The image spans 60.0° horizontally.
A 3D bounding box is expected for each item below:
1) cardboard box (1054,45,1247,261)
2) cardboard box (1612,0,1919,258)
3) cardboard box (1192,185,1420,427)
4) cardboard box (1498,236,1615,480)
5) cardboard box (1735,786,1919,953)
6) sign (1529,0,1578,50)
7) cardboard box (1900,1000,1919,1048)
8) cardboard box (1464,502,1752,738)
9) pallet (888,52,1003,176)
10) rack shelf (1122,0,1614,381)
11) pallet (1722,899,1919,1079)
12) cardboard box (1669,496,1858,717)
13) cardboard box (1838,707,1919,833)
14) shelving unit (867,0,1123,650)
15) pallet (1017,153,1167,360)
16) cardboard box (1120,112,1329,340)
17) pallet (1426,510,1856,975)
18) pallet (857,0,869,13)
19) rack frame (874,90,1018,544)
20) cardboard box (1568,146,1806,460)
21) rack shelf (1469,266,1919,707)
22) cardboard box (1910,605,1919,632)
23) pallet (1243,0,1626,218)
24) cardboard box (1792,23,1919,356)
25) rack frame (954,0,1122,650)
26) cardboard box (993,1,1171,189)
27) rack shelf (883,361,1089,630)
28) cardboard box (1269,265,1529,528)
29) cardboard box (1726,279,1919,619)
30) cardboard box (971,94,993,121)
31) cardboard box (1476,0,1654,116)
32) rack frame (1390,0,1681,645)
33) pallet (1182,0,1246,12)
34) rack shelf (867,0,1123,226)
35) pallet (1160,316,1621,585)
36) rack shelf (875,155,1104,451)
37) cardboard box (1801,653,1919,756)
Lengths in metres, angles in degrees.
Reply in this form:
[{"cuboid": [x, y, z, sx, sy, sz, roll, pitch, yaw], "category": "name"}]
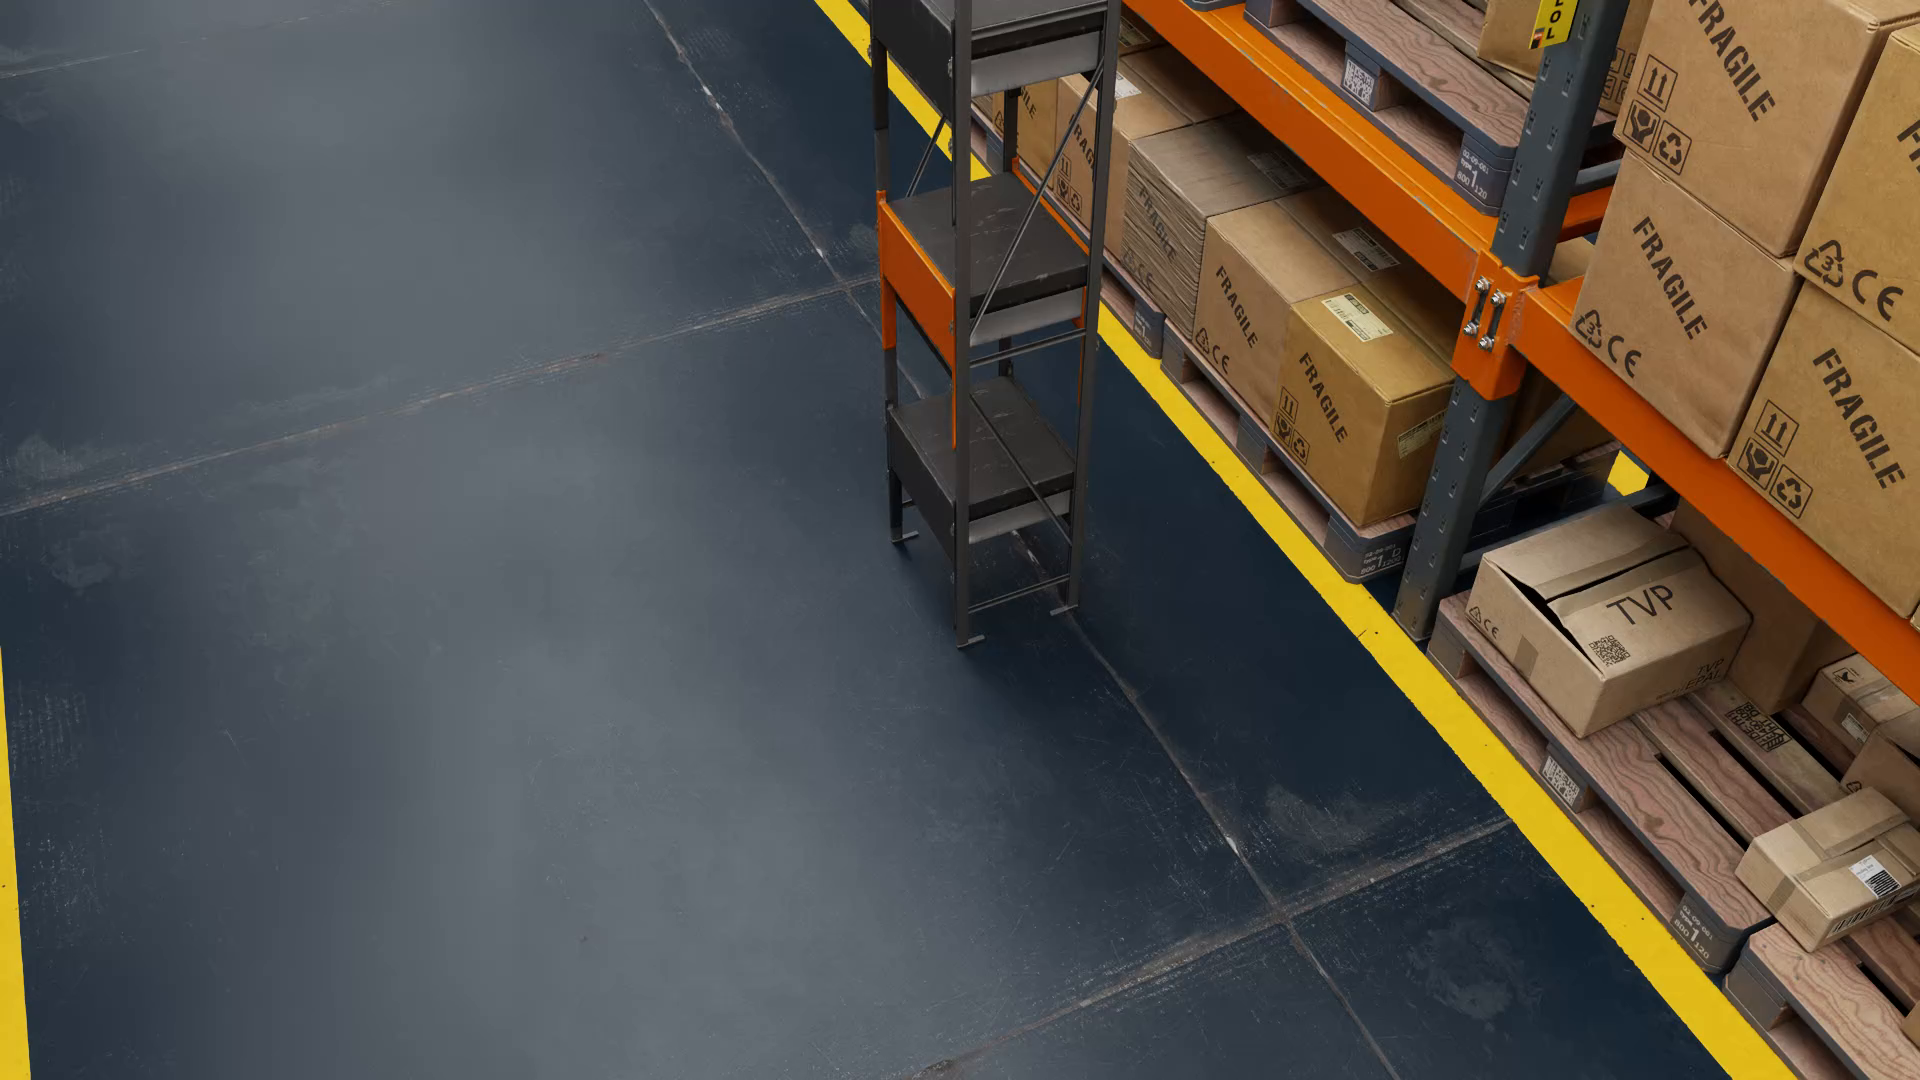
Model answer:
[{"cuboid": [0.684, -1.401, 6.001, 0.500, 0.500, 0.500, -20, 48, -19], "category": "cardboard box"}, {"cuboid": [1.721, -0.952, 3.296, 0.500, 0.500, 0.500, -17, 47, -16], "category": "cardboard box"}, {"cuboid": [1.110, -0.758, 5.349, 0.500, 0.500, 0.500, -18, 47, -17], "category": "cardboard box"}, {"cuboid": [1.796, -0.591, 5.180, 0.500, 0.500, 0.500, -20, 48, -19], "category": "cardboard box"}, {"cuboid": [2.131, 0.787, 4.020, 0.380, 0.166, 0.250, -18, 47, -17], "category": "cardboard box"}, {"cuboid": [1.276, -1.190, 3.496, 0.100, 0.325, 0.005, -18, 47, -17], "category": "sign"}, {"cuboid": [2.573, 0.984, 3.582, 0.797, 0.503, 0.637, -18, 47, -17], "category": "cardboard box"}, {"cuboid": [1.758, 0.188, 4.525, 0.500, 0.311, 0.500, -18, 47, -17], "category": "cardboard box"}, {"cuboid": [0.376, -2.014, 7.141, 1.003, 0.211, 1.213, -18, 47, -17], "category": "pallet"}, {"cuboid": [0.937, -1.963, 5.616, 1.077, 0.370, 4.000, -18, 47, -17], "category": "rack shelf"}, {"cuboid": [2.583, 1.265, 3.818, 1.003, 0.211, 1.213, -18, 47, -17], "category": "pallet"}, {"cuboid": [2.275, 0.068, 4.512, 0.500, 0.500, 0.500, -18, 47, -17], "category": "cardboard box"}, {"cuboid": [2.590, 0.614, 4.094, 0.500, 0.311, 0.500, -18, 47, -17], "category": "cardboard box"}, {"cuboid": [0.070, -0.642, 4.406, 0.431, 2.100, 0.503, -18, 47, -17], "category": "shelving unit"}, {"cuboid": [0.885, -1.237, 6.354, 1.003, 0.211, 1.213, -18, 47, -17], "category": "pallet"}, {"cuboid": [0.900, -1.078, 5.673, 0.500, 0.500, 0.500, -17, 47, -17], "category": "cardboard box"}, {"cuboid": [2.066, 0.486, 4.607, 1.003, 0.211, 1.213, -18, 47, -17], "category": "pallet"}, {"cuboid": [-0.215, -3.037, 8.177, 1.003, 0.211, 1.213, -18, 47, -17], "category": "pallet"}, {"cuboid": [-0.033, -0.797, 4.563, 0.400, 2.100, 0.015, -18, 47, -17], "category": "rack frame"}, {"cuboid": [1.745, -0.575, 3.625, 0.500, 0.500, 0.500, -17, 47, -16], "category": "cardboard box"}, {"cuboid": [2.619, 0.586, 3.032, 1.077, 0.370, 4.000, -18, 47, -17], "category": "rack shelf"}, {"cuboid": [2.172, 0.070, 2.972, 0.500, 0.500, 0.500, -18, 47, -18], "category": "cardboard box"}, {"cuboid": [1.541, -1.417, 4.687, 1.003, 0.211, 1.213, -18, 47, -17], "category": "pallet"}, {"cuboid": [1.938, -0.624, 2.963, 0.500, 0.500, 0.500, -19, 48, -19], "category": "cardboard box"}, {"cuboid": [0.172, -0.486, 4.248, 0.400, 2.100, 0.015, -18, 47, -17], "category": "rack frame"}, {"cuboid": [0.460, -1.733, 6.337, 0.500, 0.500, 0.500, -19, 48, -18], "category": "cardboard box"}, {"cuboid": [0.070, -0.134, 4.907, 0.431, 0.518, 0.480, -18, 47, -17], "category": "rack shelf"}, {"cuboid": [1.310, -0.441, 5.028, 0.500, 0.500, 0.500, -18, 47, -18], "category": "cardboard box"}, {"cuboid": [1.963, -0.249, 3.296, 0.500, 0.500, 0.500, -17, 47, -17], "category": "cardboard box"}, {"cuboid": [0.253, -2.054, 6.662, 0.500, 0.500, 0.500, -20, 48, -19], "category": "cardboard box"}, {"cuboid": [1.782, -1.497, 4.262, 0.700, 0.500, 0.500, -34, 54, -30], "category": "cardboard box"}, {"cuboid": [1.778, -0.944, 4.071, 1.000, 3.000, 0.127, -18, 47, -17], "category": "rack frame"}, {"cuboid": [0.918, -2.187, 5.467, 1.003, 0.211, 1.213, -18, 47, -17], "category": "pallet"}, {"cuboid": [0.070, -1.130, 3.924, 0.431, 0.518, 0.480, -18, 47, -17], "category": "rack shelf"}, {"cuboid": [1.402, -0.459, 5.565, 1.003, 0.211, 1.213, -18, 47, -17], "category": "pallet"}, {"cuboid": [0.070, -0.632, 4.415, 0.431, 0.518, 0.480, -18, 47, -17], "category": "rack shelf"}, {"cuboid": [2.487, 0.415, 4.411, 0.380, 0.149, 0.250, -18, 47, -17], "category": "cardboard box"}]
